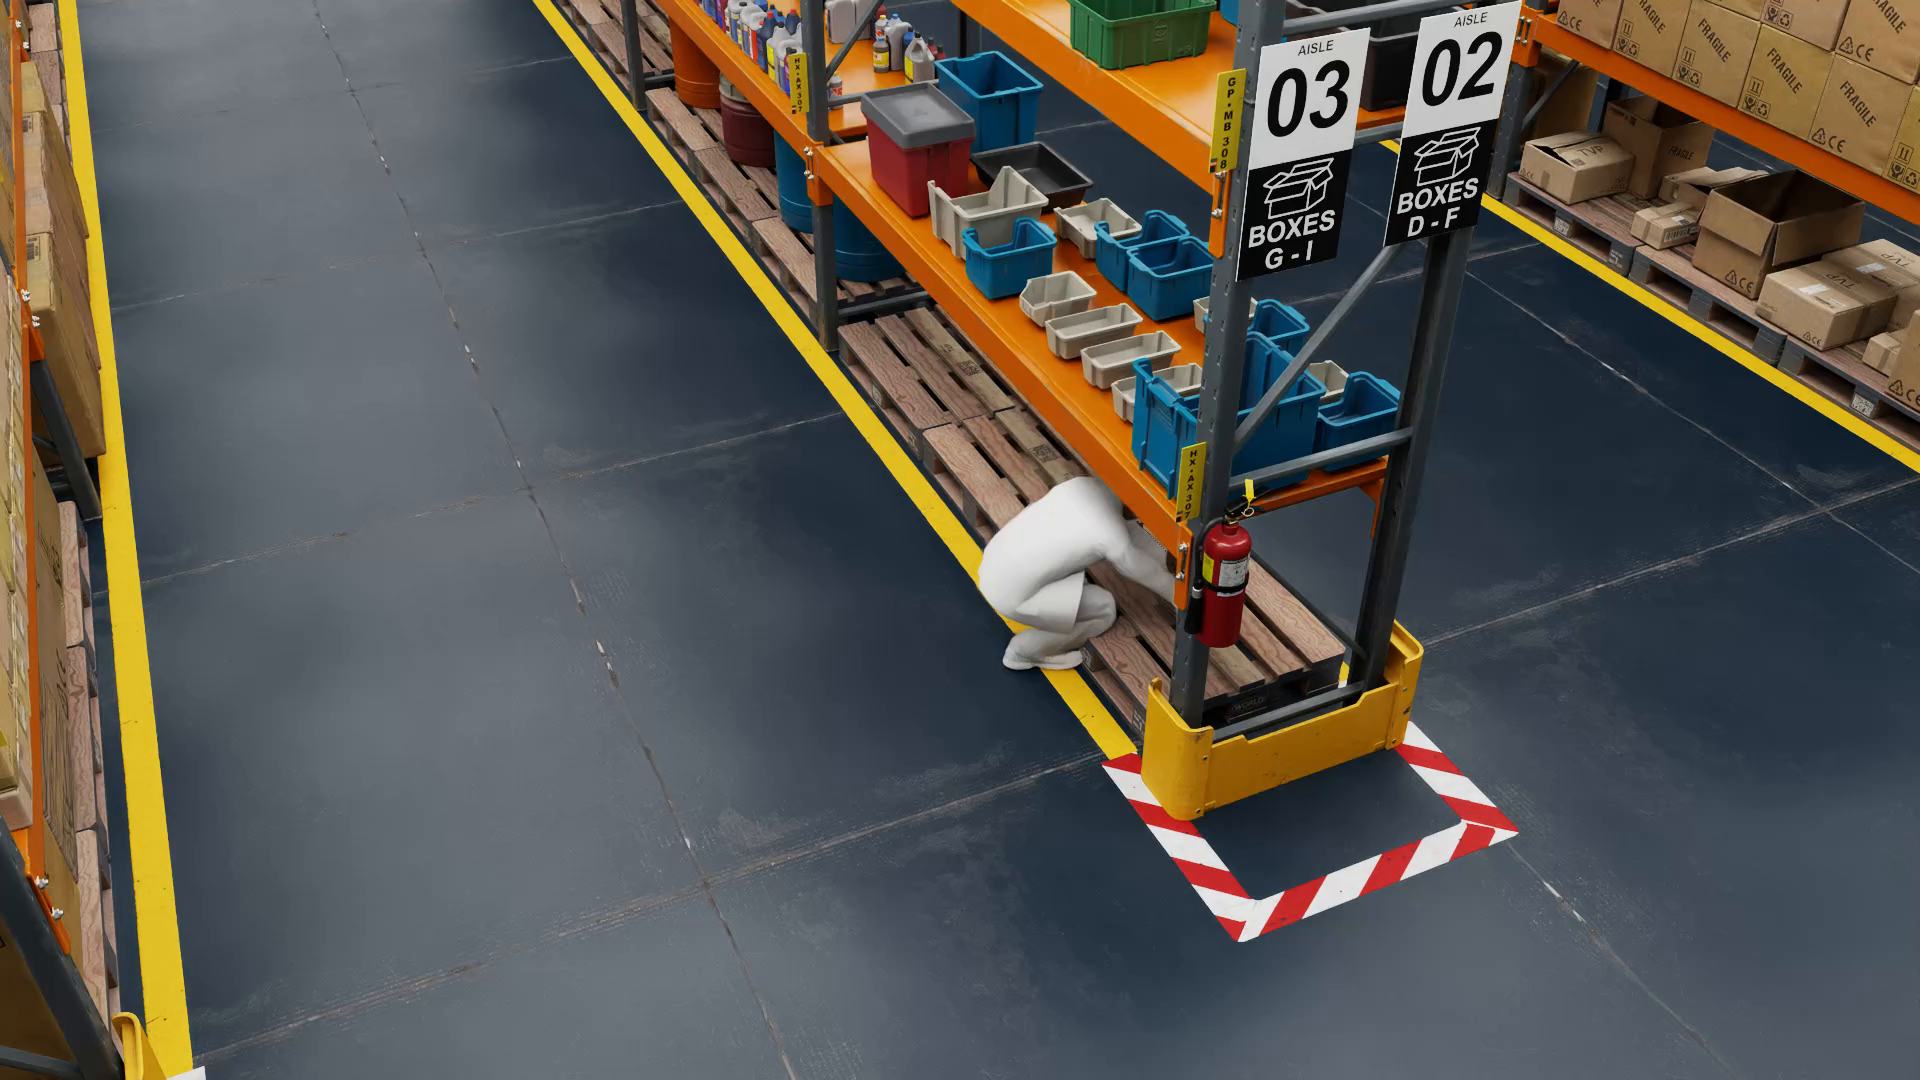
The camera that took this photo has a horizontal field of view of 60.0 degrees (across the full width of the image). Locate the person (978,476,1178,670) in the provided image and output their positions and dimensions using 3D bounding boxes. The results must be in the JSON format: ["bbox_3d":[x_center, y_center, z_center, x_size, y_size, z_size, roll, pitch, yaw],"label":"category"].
[{"bbox_3d":[0.637,0.117,7.482,1.131,0.861,0.591,-5,37,-6],"label":"person"}]
